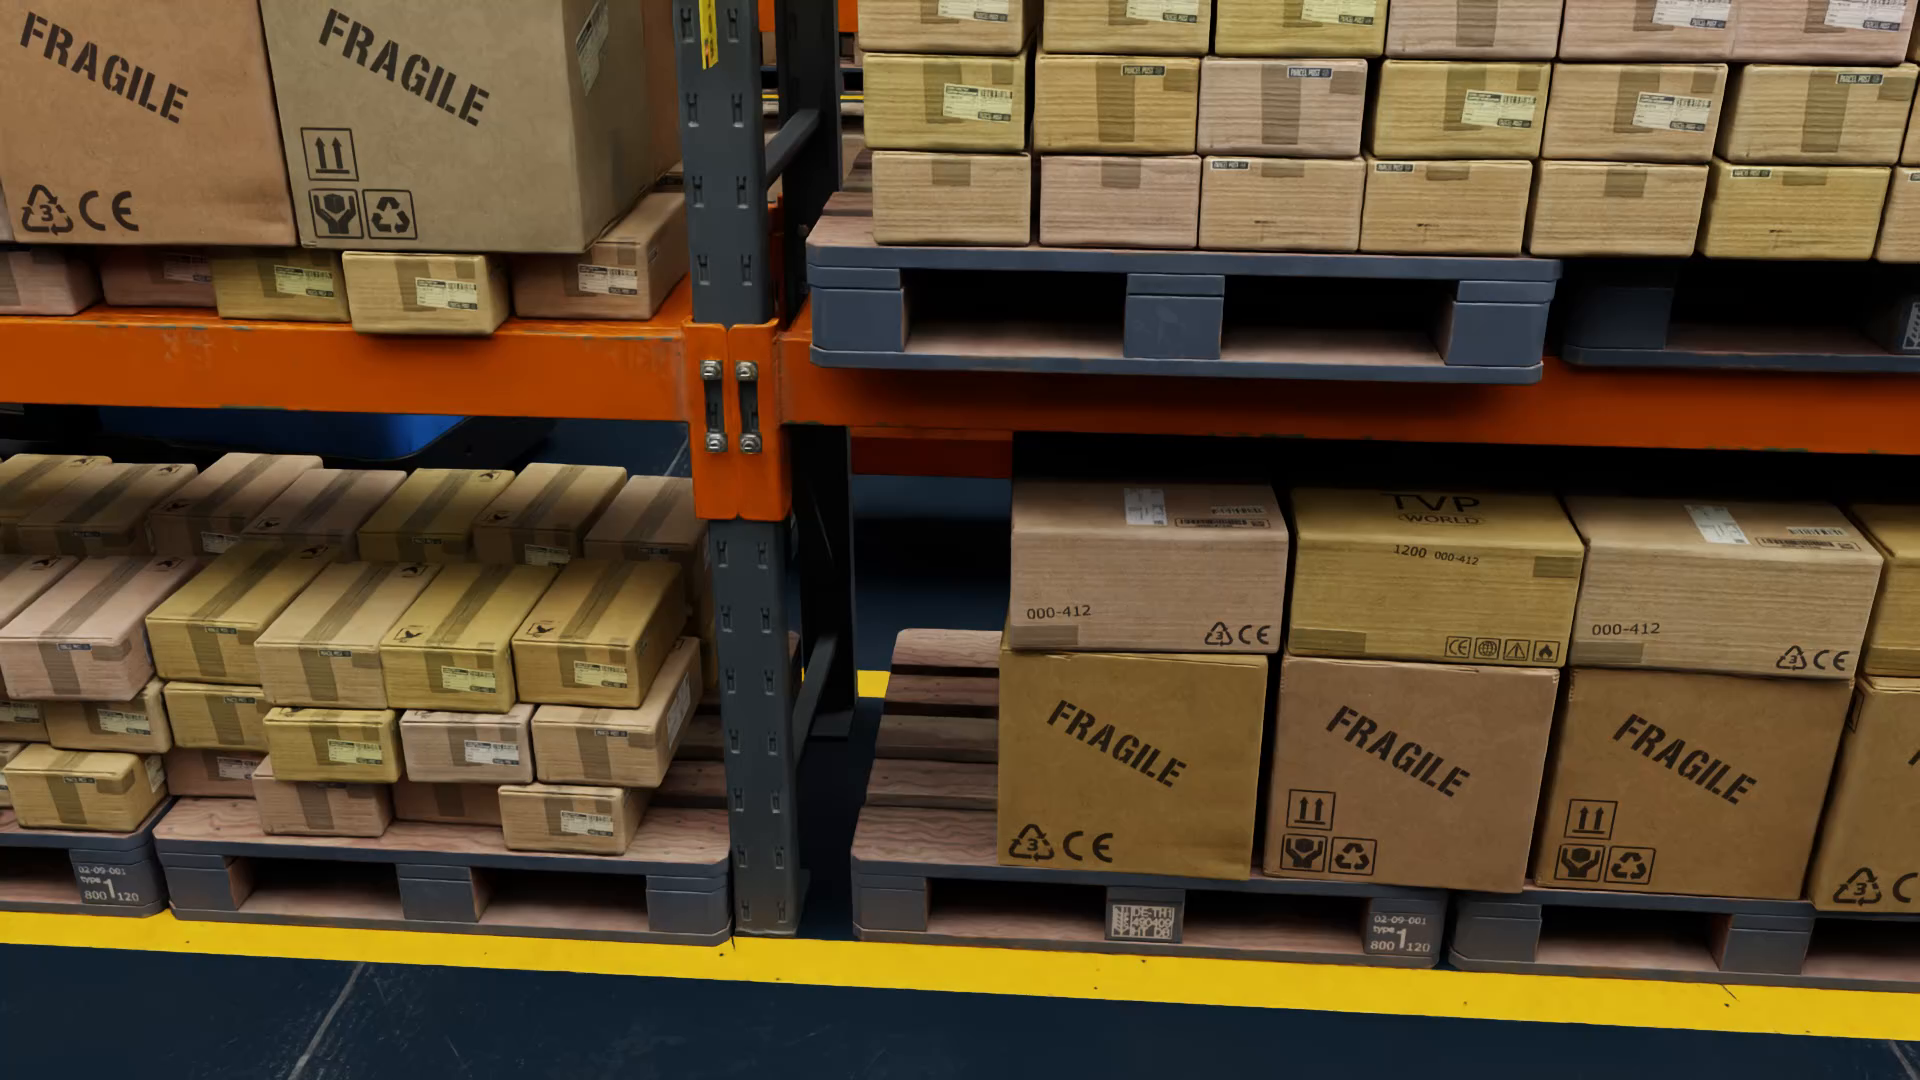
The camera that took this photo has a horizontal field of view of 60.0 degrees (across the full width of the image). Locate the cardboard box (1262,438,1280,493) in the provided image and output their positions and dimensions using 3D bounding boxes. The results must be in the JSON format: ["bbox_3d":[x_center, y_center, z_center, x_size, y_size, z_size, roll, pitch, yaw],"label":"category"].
[{"bbox_3d":[0.907,-0.200,3.687,0.500,0.250,0.500,3,25,6],"label":"cardboard box"}]

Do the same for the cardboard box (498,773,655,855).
[{"bbox_3d":[-0.783,0.489,3.506,0.250,0.149,0.380,2,25,5],"label":"cardboard box"}]

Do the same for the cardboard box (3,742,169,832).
[{"bbox_3d":[-1.815,0.456,3.578,0.250,0.149,0.380,2,25,4],"label":"cardboard box"}]

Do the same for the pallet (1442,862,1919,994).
[{"bbox_3d":[1.630,0.585,3.727,1.213,0.211,1.003,2,25,4],"label":"pallet"}]

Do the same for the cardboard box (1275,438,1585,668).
[{"bbox_3d":[0.882,0.010,3.232,0.500,0.250,0.500,3,25,5],"label":"cardboard box"}]

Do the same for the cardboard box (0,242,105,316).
[{"bbox_3d":[-1.724,-0.553,3.163,0.250,0.149,0.380,1,25,2],"label":"cardboard box"}]

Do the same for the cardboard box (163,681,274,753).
[{"bbox_3d":[-1.486,0.294,3.576,0.250,0.149,0.380,2,25,4],"label":"cardboard box"}]

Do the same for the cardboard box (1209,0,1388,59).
[{"bbox_3d":[0.525,-0.871,2.641,0.250,0.149,0.380,2,25,4],"label":"cardboard box"}]

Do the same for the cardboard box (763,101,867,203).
[{"bbox_3d":[-0.706,-1.902,8.359,0.875,0.438,0.875,1,25,3],"label":"cardboard box"}]

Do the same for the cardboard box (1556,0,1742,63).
[{"bbox_3d":[1.029,-0.854,2.605,0.250,0.149,0.380,2,25,4],"label":"cardboard box"}]

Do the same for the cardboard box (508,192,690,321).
[{"bbox_3d":[-0.669,-0.542,3.140,0.250,0.149,0.380,2,25,3],"label":"cardboard box"}]

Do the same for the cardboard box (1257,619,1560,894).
[{"bbox_3d":[0.878,0.351,3.387,0.500,0.500,0.500,3,25,6],"label":"cardboard box"}]

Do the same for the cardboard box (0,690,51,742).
[{"bbox_3d":[-2.007,0.277,3.613,0.250,0.149,0.380,1,25,1],"label":"cardboard box"}]

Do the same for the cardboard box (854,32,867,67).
[{"bbox_3d":[-0.646,-3.735,12.547,0.258,0.266,0.396,3,25,6],"label":"cardboard box"}]

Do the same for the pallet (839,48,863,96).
[{"bbox_3d":[-0.396,-3.635,12.898,1.213,0.211,1.003,2,25,4],"label":"pallet"}]

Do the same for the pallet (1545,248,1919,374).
[{"bbox_3d":[1.645,-0.575,3.142,1.213,0.211,1.003,2,25,4],"label":"pallet"}]

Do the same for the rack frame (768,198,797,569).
[{"bbox_3d":[-0.514,-0.527,5.051,0.032,1.125,0.500,2,25,4],"label":"rack frame"}]

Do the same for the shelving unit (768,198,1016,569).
[{"bbox_3d":[-0.007,-0.511,5.015,1.048,1.125,0.538,2,25,4],"label":"shelving unit"}]

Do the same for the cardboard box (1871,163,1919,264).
[{"bbox_3d":[1.545,-0.568,2.694,0.250,0.149,0.380,1,25,2],"label":"cardboard box"}]

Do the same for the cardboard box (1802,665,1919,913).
[{"bbox_3d":[1.900,0.388,3.306,0.500,0.500,0.500,1,25,2],"label":"cardboard box"}]

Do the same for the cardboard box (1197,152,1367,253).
[{"bbox_3d":[0.517,-0.601,2.765,0.250,0.149,0.380,2,25,4],"label":"cardboard box"}]

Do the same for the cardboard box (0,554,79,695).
[{"bbox_3d":[-2.047,0.176,3.476,0.250,0.149,0.380,1,25,2],"label":"cardboard box"}]

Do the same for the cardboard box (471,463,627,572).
[{"bbox_3d":[-0.964,-0.041,3.947,0.250,0.149,0.380,3,25,7],"label":"cardboard box"}]

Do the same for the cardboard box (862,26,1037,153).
[{"bbox_3d":[-0.008,-0.752,2.738,0.250,0.149,0.380,2,25,5],"label":"cardboard box"}]

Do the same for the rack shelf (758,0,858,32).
[{"bbox_3d":[-2.082,-2.548,8.059,4.000,0.370,1.077,2,25,4],"label":"rack shelf"}]

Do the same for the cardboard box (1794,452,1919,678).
[{"bbox_3d":[1.910,0.041,3.164,0.500,0.250,0.500,2,25,5],"label":"cardboard box"}]

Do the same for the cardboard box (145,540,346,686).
[{"bbox_3d":[-1.500,0.149,3.533,0.250,0.149,0.380,3,25,6],"label":"cardboard box"}]

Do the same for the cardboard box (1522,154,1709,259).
[{"bbox_3d":[1.021,-0.584,2.729,0.250,0.149,0.380,1,25,2],"label":"cardboard box"}]

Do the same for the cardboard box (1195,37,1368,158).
[{"bbox_3d":[0.507,-0.736,2.704,0.250,0.149,0.380,2,25,5],"label":"cardboard box"}]

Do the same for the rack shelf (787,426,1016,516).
[{"bbox_3d":[-0.007,-0.289,5.118,1.000,0.278,0.538,2,25,4],"label":"rack shelf"}]

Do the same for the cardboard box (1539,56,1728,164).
[{"bbox_3d":[1.036,-0.720,2.670,0.250,0.149,0.380,3,25,6],"label":"cardboard box"}]

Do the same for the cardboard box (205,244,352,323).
[{"bbox_3d":[-1.196,-0.538,3.131,0.250,0.149,0.380,3,25,6],"label":"cardboard box"}]

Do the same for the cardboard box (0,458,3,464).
[{"bbox_3d":[-2.513,-0.065,3.999,0.250,0.149,0.380,1,25,2],"label":"cardboard box"}]

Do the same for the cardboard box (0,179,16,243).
[{"bbox_3d":[-1.883,-0.856,3.047,0.500,0.500,0.500,2,25,4],"label":"cardboard box"}]

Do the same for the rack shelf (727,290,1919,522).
[{"bbox_3d":[1.628,-0.354,3.290,4.000,0.370,1.077,2,25,4],"label":"rack shelf"}]

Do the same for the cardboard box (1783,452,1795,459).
[{"bbox_3d":[1.955,-0.173,3.627,0.500,0.250,0.500,2,25,4],"label":"cardboard box"}]

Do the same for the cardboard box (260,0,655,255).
[{"bbox_3d":[-0.870,-0.823,2.974,0.500,0.500,0.500,2,25,4],"label":"cardboard box"}]

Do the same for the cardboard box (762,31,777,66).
[{"bbox_3d":[-1.213,-3.927,12.684,0.500,0.500,0.700,1,25,2],"label":"cardboard box"}]

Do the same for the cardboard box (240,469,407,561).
[{"bbox_3d":[-1.481,-0.028,3.918,0.250,0.149,0.380,1,25,3],"label":"cardboard box"}]

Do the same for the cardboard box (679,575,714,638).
[{"bbox_3d":[-0.703,0.080,4.040,0.250,0.149,0.380,3,25,6],"label":"cardboard box"}]

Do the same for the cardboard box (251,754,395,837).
[{"bbox_3d":[-1.304,0.465,3.560,0.250,0.149,0.380,1,25,2],"label":"cardboard box"}]

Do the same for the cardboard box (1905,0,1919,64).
[{"bbox_3d":[1.550,-0.839,2.571,0.250,0.149,0.380,3,25,6],"label":"cardboard box"}]

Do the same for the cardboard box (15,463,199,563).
[{"bbox_3d":[-2.007,-0.044,3.954,0.250,0.149,0.380,1,25,2],"label":"cardboard box"}]

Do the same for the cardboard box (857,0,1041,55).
[{"bbox_3d":[-0.008,-0.887,2.676,0.250,0.149,0.380,3,25,7],"label":"cardboard box"}]

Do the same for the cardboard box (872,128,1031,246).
[{"bbox_3d":[-0.008,-0.617,2.800,0.250,0.149,0.380,1,25,1],"label":"cardboard box"}]

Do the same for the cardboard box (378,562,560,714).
[{"bbox_3d":[-0.998,0.195,3.434,0.250,0.149,0.380,2,25,5],"label":"cardboard box"}]

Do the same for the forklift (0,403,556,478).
[{"bbox_3d":[-3.022,-1.642,5.312,3.031,2.935,1.130,6,25,13],"label":"forklift"}]

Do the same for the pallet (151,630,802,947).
[{"bbox_3d":[-1.038,0.516,3.877,1.213,0.211,1.003,2,25,4],"label":"pallet"}]

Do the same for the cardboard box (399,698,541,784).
[{"bbox_3d":[-0.975,0.344,3.467,0.250,0.149,0.380,1,25,1],"label":"cardboard box"}]

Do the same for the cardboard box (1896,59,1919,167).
[{"bbox_3d":[1.551,-0.703,2.631,0.250,0.149,0.380,1,25,3],"label":"cardboard box"}]
